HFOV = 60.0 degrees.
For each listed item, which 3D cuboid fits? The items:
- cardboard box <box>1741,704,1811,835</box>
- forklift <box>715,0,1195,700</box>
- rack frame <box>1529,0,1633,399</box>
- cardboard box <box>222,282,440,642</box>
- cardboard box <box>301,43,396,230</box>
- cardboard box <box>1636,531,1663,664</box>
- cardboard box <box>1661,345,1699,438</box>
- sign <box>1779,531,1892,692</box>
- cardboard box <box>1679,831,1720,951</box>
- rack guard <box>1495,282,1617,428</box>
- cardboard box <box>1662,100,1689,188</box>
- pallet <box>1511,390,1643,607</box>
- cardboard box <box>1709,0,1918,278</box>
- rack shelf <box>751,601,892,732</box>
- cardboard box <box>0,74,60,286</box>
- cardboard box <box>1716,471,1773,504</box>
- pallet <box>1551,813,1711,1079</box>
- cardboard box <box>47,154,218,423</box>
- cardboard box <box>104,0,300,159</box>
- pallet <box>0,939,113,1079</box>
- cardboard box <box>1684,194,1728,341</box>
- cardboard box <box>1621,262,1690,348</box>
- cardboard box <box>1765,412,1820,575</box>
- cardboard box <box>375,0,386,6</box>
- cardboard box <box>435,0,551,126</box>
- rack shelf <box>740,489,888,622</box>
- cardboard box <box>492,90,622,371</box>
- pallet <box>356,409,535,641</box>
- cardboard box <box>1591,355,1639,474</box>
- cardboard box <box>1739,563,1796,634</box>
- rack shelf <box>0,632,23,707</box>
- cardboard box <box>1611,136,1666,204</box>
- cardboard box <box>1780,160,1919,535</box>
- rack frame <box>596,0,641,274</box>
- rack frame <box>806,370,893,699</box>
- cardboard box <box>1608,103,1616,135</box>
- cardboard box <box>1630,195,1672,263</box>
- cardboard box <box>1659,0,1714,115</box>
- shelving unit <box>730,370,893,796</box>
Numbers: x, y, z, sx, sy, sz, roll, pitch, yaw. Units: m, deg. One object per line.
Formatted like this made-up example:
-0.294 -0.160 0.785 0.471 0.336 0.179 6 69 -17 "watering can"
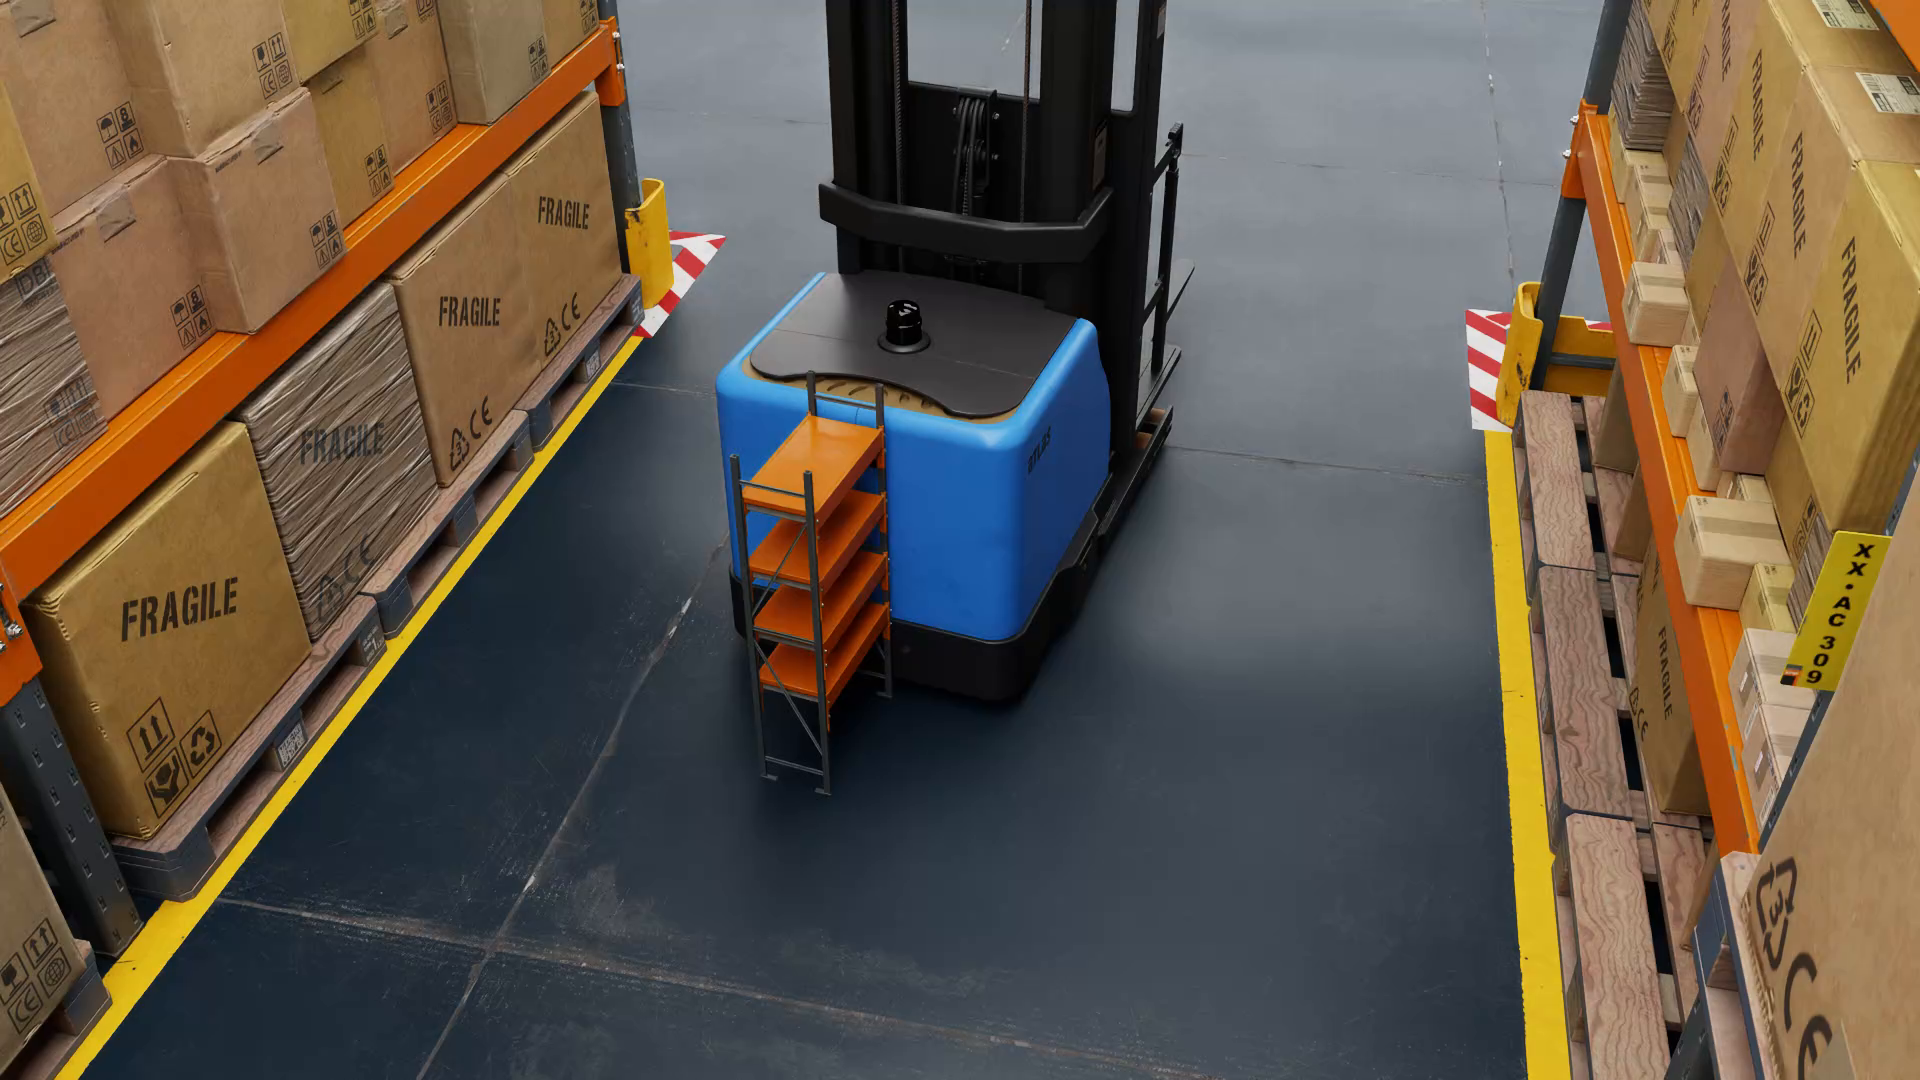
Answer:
1.763 0.479 3.247 0.380 0.149 0.250 7 37 10 "cardboard box"
0.222 -1.528 5.861 1.130 2.935 3.031 13 38 17 "forklift"
2.858 -1.755 6.116 1.000 3.000 0.127 7 37 10 "rack frame"
-2.429 -0.321 5.589 0.875 0.875 0.875 8 37 10 "cardboard box"
-2.412 -1.345 5.422 0.875 0.550 0.500 7 37 10 "cardboard box"
2.462 0.146 5.265 0.500 0.500 0.500 11 37 14 "cardboard box"
2.097 -0.379 4.431 0.380 0.149 0.250 7 37 10 "cardboard box"
1.472 0.124 2.786 0.100 0.325 0.005 7 37 10 "sign"
2.243 0.826 4.326 0.500 0.500 0.500 19 40 24 "cardboard box"
2.842 -0.700 6.789 1.175 0.500 0.348 7 37 10 "rack guard"
2.724 -1.303 5.153 0.875 0.500 0.500 7 37 10 "cardboard box"
2.634 -0.121 6.238 1.003 0.211 1.213 7 37 10 "pallet"
2.044 -0.894 3.737 0.500 0.500 0.500 7 37 10 "cardboard box"
-0.424 0.362 5.182 0.258 0.148 0.480 13 38 17 "rack shelf"
-2.708 -0.847 3.815 0.875 0.550 0.550 7 37 10 "cardboard box"
2.064 -0.083 4.022 0.380 0.149 0.250 7 37 10 "cardboard box"
2.113 1.277 4.308 1.003 0.211 1.213 7 37 10 "pallet"
-2.658 -0.734 4.579 0.875 0.550 0.550 7 37 10 "cardboard box"
-2.454 -1.469 4.673 0.875 0.550 0.550 7 37 10 "cardboard box"
-2.911 1.439 4.085 1.003 0.211 1.213 7 37 10 "pallet"
2.457 -0.736 4.371 0.875 0.500 0.500 7 37 10 "cardboard box"
2.149 -0.672 4.836 0.380 0.149 0.250 7 37 10 "cardboard box"
2.302 -0.156 3.570 0.875 0.500 0.500 7 37 10 "cardboard box"
-2.362 -2.094 5.536 0.875 0.550 0.550 7 37 10 "cardboard box"
-2.097 -1.959 6.270 0.875 0.550 0.550 7 37 10 "cardboard box"
-0.424 0.020 4.934 0.258 0.148 0.480 13 38 17 "rack shelf"
-2.046 -1.348 7.006 0.875 0.875 0.875 8 37 10 "cardboard box"
-2.323 -0.140 6.264 1.003 0.211 1.213 7 37 10 "pallet"
2.709 -0.557 6.235 0.500 0.500 0.500 14 38 19 "cardboard box"
1.937 0.201 3.630 0.380 0.149 0.250 7 37 10 "cardboard box"
-3.247 1.296 2.519 1.077 0.370 4.000 7 37 10 "rack shelf"
2.424 -1.238 5.616 0.380 0.149 0.250 7 37 10 "cardboard box"
1.831 -0.321 2.945 0.500 0.500 0.500 7 37 10 "cardboard box"
-1.966 -2.435 7.054 1.000 3.000 0.127 7 37 10 "rack frame"
-0.337 0.013 5.210 0.240 1.200 0.015 13 38 17 "rack frame"
2.564 -1.520 6.006 0.380 0.149 0.250 7 37 10 "cardboard box"
2.331 -0.949 5.218 0.380 0.149 0.250 7 37 10 "cardboard box"
2.255 -1.467 4.528 0.500 0.500 0.500 7 37 10 "cardboard box"
-0.424 0.146 5.026 0.258 1.200 0.503 13 38 17 "shelving unit"
